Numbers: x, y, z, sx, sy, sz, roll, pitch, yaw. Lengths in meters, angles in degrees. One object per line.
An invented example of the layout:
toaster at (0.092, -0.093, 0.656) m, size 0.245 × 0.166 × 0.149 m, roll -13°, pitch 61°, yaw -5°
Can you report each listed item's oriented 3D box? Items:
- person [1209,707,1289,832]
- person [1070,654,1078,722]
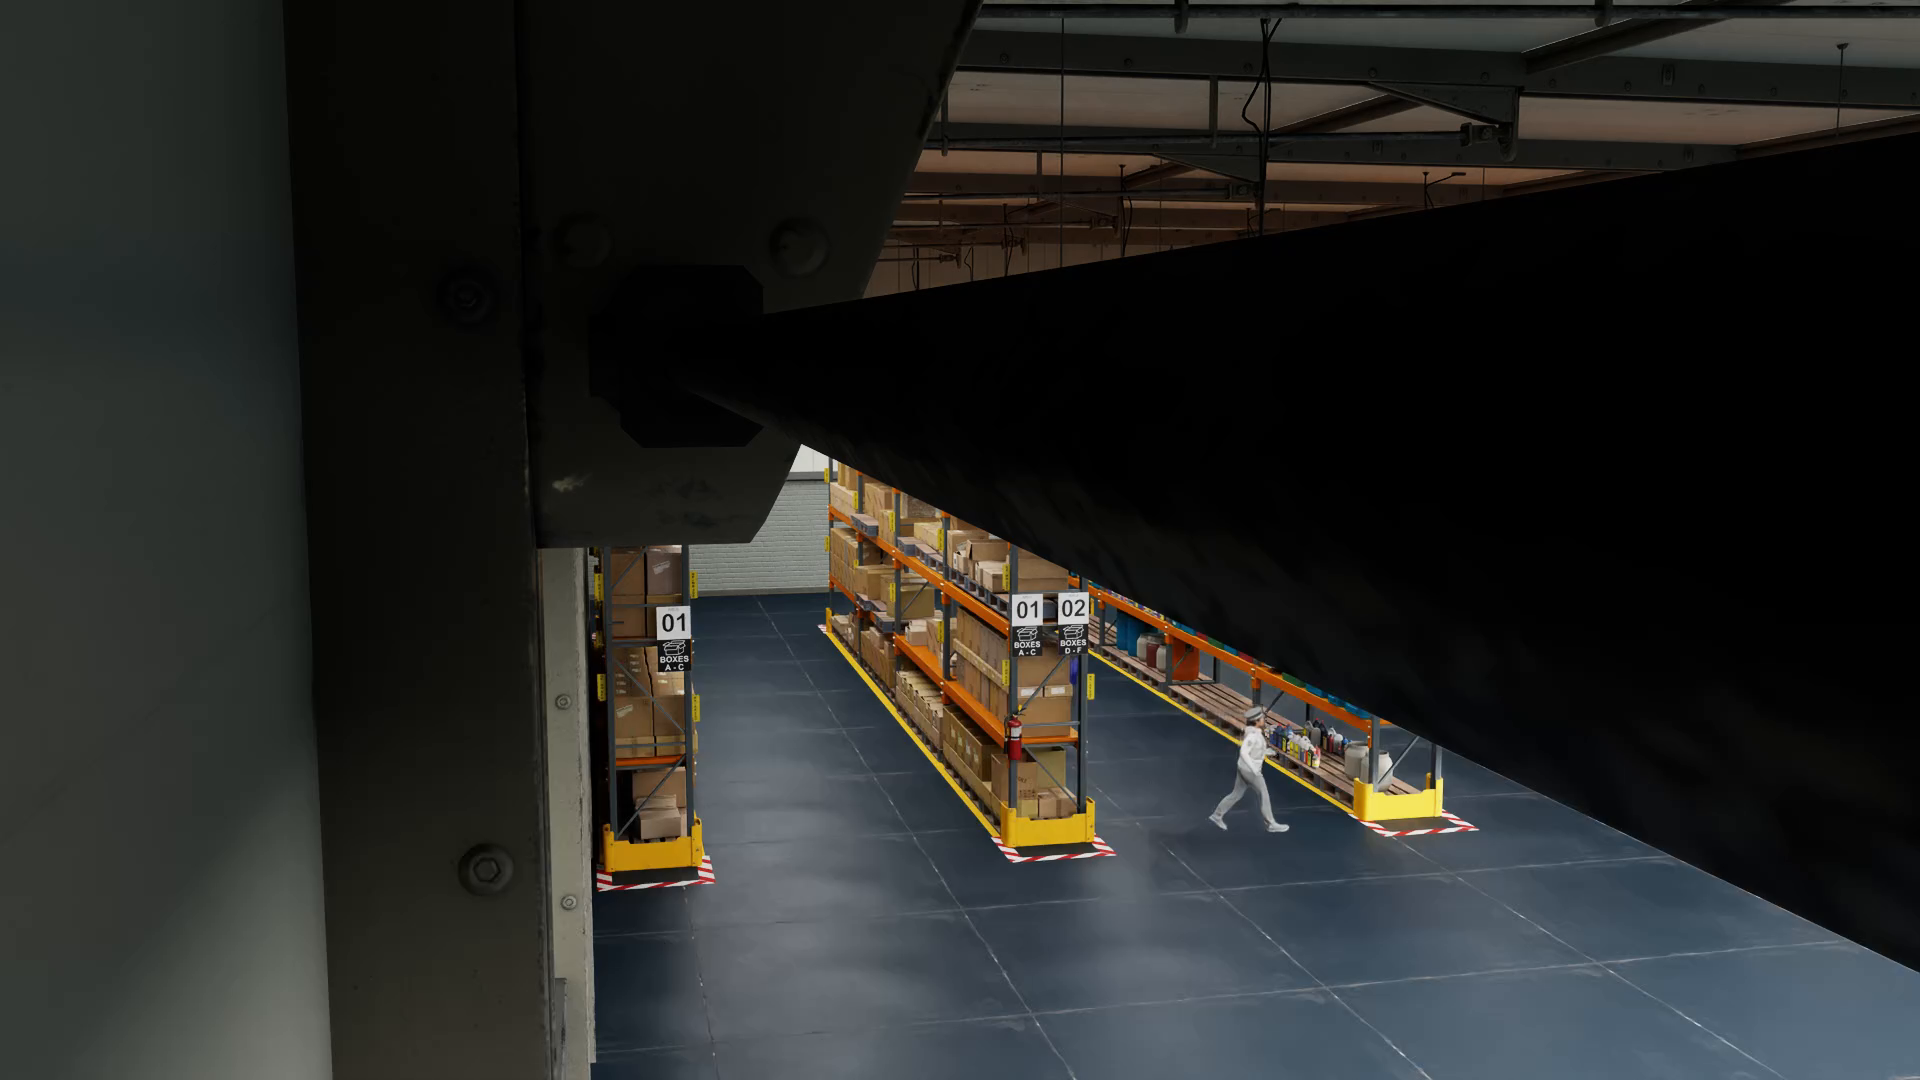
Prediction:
person at (3.719, 2.938, 21.229) m, size 1.012 × 1.666 × 0.610 m, roll 0°, pitch 7°, yaw -2°
person at (1.697, 2.420, 26.320) m, size 0.596 × 1.595 × 0.577 m, roll -1°, pitch 7°, yaw -9°
